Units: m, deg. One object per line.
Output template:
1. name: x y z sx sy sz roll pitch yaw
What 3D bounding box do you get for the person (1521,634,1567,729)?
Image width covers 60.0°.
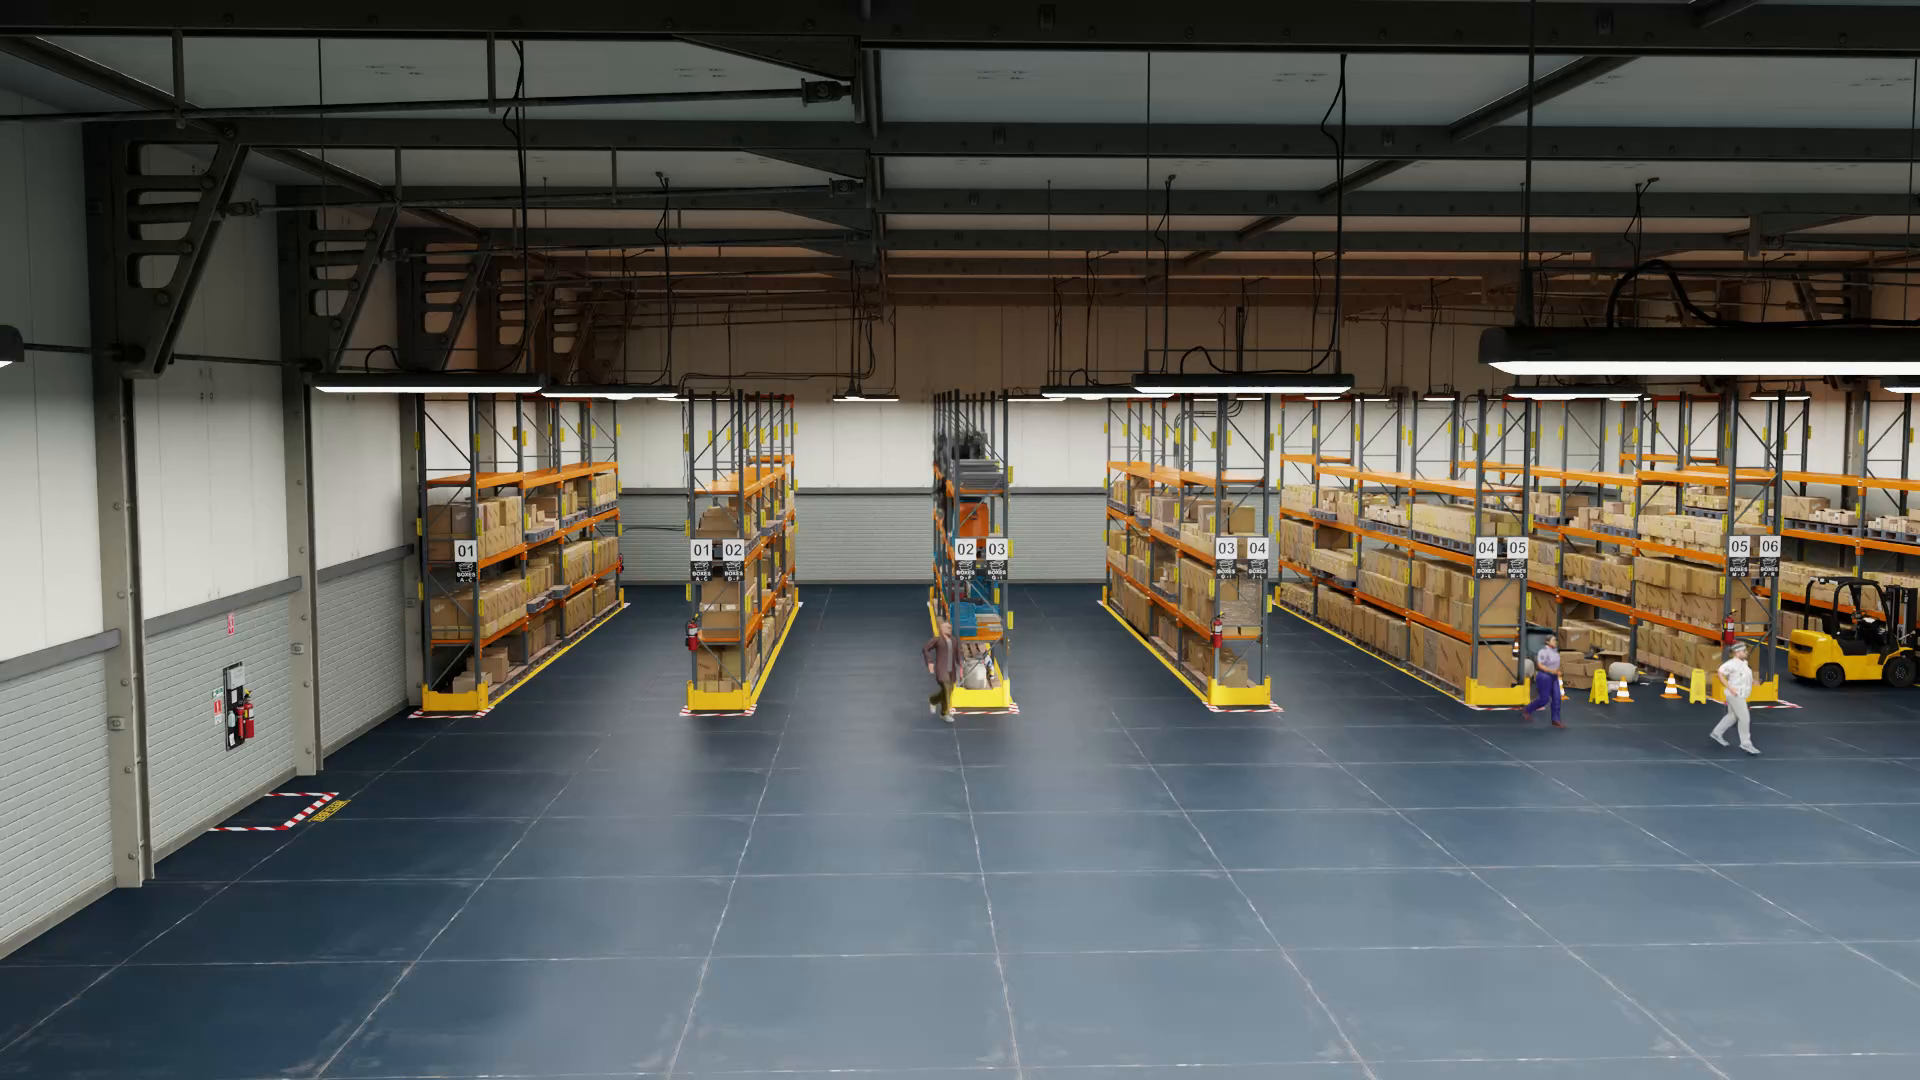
1. person: 10.457 2.589 29.614 0.629 1.474 0.766 -4 6 -42

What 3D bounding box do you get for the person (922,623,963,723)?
1. person: -0.264 2.393 30.316 0.758 1.758 0.836 -4 6 -37

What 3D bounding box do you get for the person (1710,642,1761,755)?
1. person: 12.836 2.584 27.462 0.836 1.808 0.666 4 6 41
